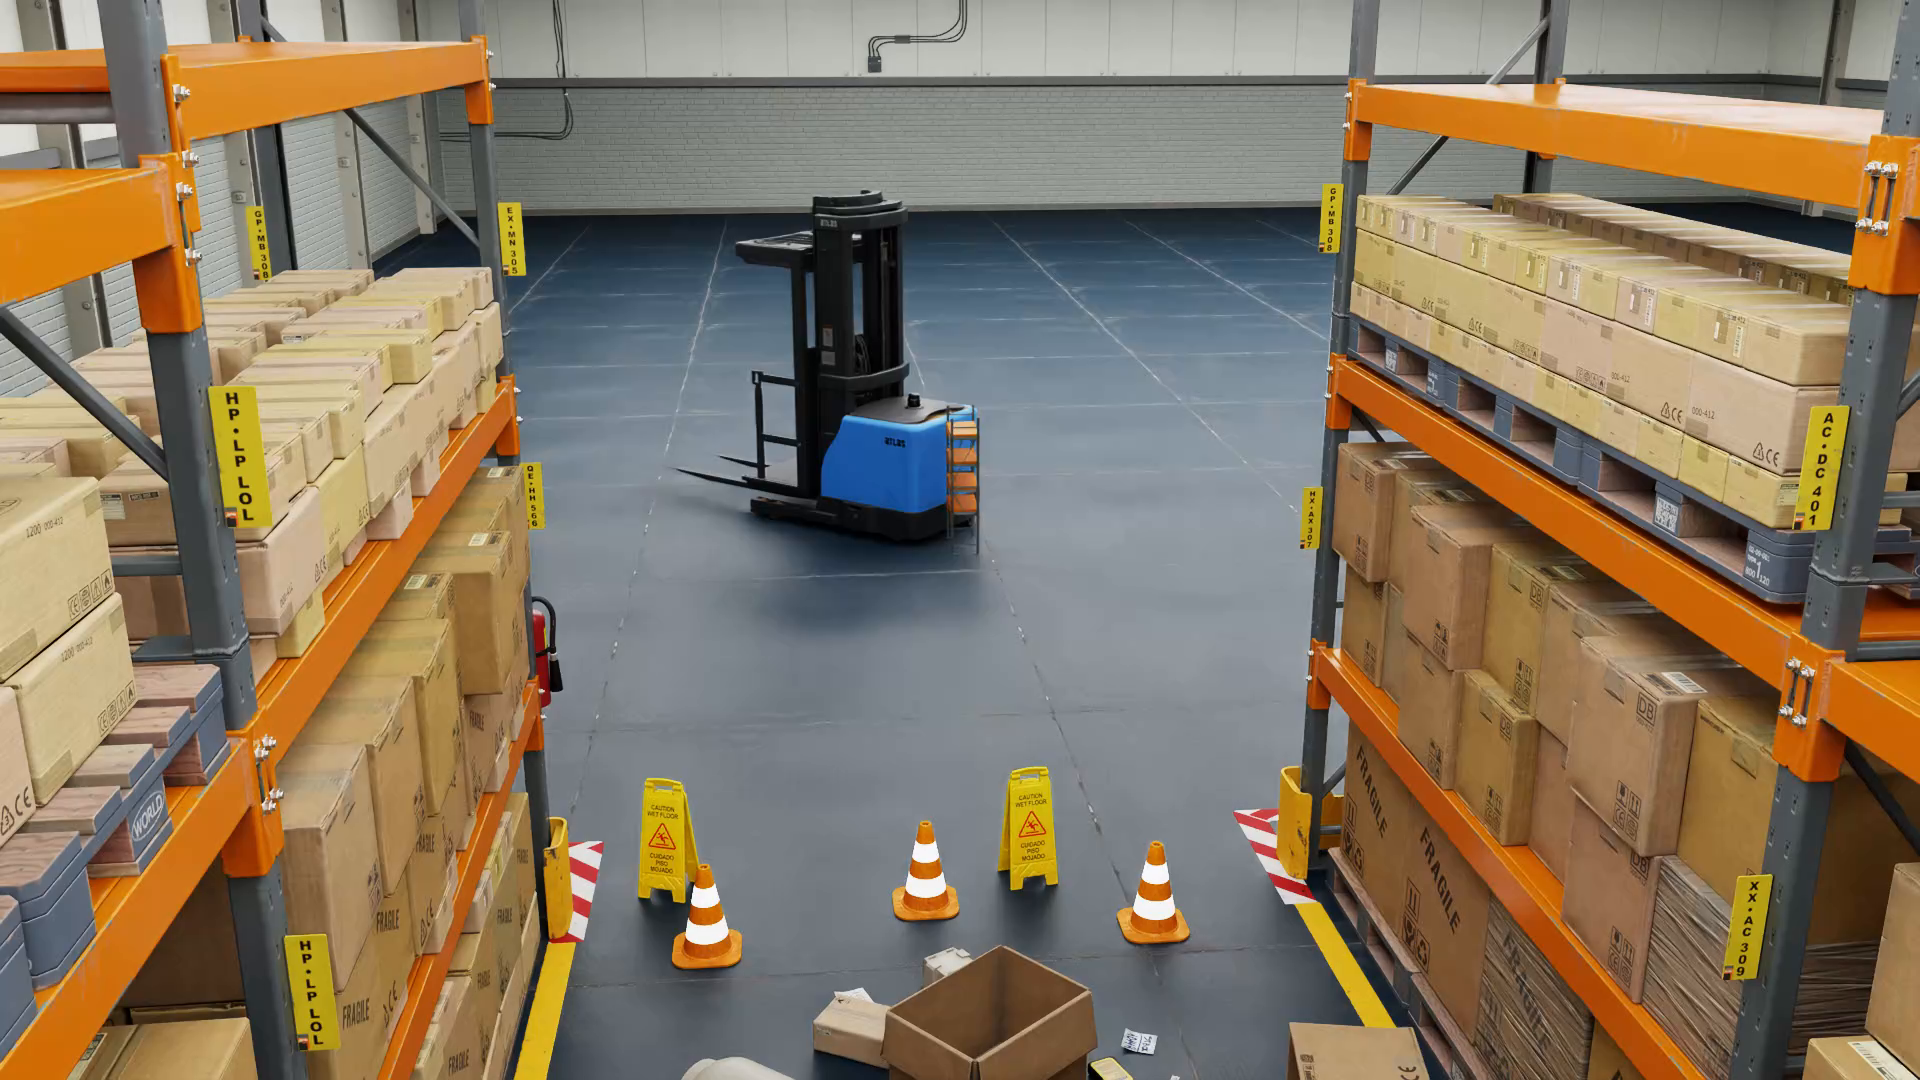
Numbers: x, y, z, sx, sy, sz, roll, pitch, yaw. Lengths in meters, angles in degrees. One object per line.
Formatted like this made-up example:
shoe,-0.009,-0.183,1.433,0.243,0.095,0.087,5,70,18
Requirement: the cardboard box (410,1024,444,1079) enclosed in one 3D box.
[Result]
cardboard box,-1.964,1.767,5.595,0.380,0.149,0.250,-1,17,-4

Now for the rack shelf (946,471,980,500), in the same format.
rack shelf,0.024,-0.458,14.357,0.258,0.148,0.480,-1,17,-4

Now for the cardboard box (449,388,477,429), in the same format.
cardboard box,-2.210,-0.553,6.842,0.380,0.149,0.250,-1,17,-4

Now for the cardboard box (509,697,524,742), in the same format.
cardboard box,-2.189,0.804,7.527,0.380,0.149,0.250,-2,18,-6

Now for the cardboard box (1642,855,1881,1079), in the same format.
cardboard box,2.699,1.335,5.166,0.875,0.550,0.550,-2,18,-6

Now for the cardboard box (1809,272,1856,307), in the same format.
cardboard box,2.970,-0.770,5.333,0.380,0.149,0.250,-2,18,-7

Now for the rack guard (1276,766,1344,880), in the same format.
rack guard,2.334,1.510,9.033,1.175,0.500,0.348,-2,18,-6

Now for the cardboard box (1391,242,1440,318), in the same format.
cardboard box,2.185,-1.122,7.122,0.500,0.250,0.500,-2,18,-6

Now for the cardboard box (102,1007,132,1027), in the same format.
cardboard box,-2.457,1.385,4.595,0.500,0.500,0.500,-2,18,-7

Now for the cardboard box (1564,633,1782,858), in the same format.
cardboard box,2.573,0.658,5.520,0.875,0.550,0.550,-2,18,-6

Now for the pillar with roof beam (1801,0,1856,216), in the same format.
pillar with roof beam,15.618,-11.743,37.059,9.100,9.000,0.400,-2,18,-6

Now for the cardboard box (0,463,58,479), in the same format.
cardboard box,-2.414,-0.080,4.005,0.380,0.149,0.250,-1,17,-4

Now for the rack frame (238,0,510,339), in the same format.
rack frame,-2.576,-2.355,7.154,1.000,3.000,0.127,-2,18,-6

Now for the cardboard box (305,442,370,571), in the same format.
cardboard box,-1.999,-0.095,4.718,0.500,0.250,0.500,-2,18,-6

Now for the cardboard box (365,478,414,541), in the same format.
cardboard box,-1.998,-0.099,5.397,0.380,0.149,0.250,-2,18,-7

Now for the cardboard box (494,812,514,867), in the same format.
cardboard box,-2.130,1.290,7.116,0.380,0.149,0.250,-1,17,-4

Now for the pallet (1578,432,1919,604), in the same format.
pallet,2.675,-0.117,5.181,1.003,0.211,1.213,-2,18,-6

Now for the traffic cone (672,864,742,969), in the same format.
traffic cone,-1.249,1.806,8.152,0.336,0.463,0.334,-2,18,-6

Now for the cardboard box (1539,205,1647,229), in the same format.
cardboard box,2.760,-1.375,7.260,0.380,0.149,0.250,-1,17,-5

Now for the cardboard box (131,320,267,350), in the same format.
cardboard box,-2.718,-0.693,5.956,0.380,0.149,0.250,-1,17,-4

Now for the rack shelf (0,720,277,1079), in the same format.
rack shelf,-1.958,1.207,2.017,1.077,0.370,4.000,-2,18,-6

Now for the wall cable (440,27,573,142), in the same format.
wall cable,-10.421,-10.340,37.774,3.097,2.526,0.112,-2,18,-6

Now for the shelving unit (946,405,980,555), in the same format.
shelving unit,0.024,-0.522,14.337,0.258,1.200,0.503,-1,17,-4

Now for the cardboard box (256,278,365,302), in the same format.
cardboard box,-2.701,-0.997,6.927,0.380,0.149,0.250,-2,18,-6

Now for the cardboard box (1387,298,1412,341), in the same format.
cardboard box,2.106,-0.972,7.310,0.380,0.149,0.250,-2,18,-5

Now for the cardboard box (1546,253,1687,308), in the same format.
cardboard box,2.265,-0.899,5.744,0.380,0.149,0.250,-2,18,-6

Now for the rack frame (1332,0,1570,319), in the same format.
rack frame,2.337,-2.538,7.737,1.000,3.000,0.127,-2,18,-6

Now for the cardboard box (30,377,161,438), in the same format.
cardboard box,-2.537,-0.390,4.992,0.380,0.149,0.250,-2,18,-7

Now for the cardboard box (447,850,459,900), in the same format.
cardboard box,-2.054,1.260,6.076,0.380,0.149,0.250,-2,18,-6

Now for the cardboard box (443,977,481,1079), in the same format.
cardboard box,-2.075,1.955,6.079,0.500,0.500,0.500,-1,17,-3

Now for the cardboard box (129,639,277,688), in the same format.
cardboard box,-1.950,0.286,4.168,0.380,0.149,0.250,-2,18,-6

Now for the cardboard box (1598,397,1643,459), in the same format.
cardboard box,2.313,-0.370,5.391,0.380,0.149,0.250,-2,18,-5

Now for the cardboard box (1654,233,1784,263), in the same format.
cardboard box,2.866,-1.071,6.293,0.380,0.149,0.250,-2,18,-5

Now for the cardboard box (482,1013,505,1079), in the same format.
cardboard box,-2.120,2.162,6.673,0.500,0.250,0.500,-2,18,-8

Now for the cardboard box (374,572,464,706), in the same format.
cardboard box,-2.194,0.439,5.938,0.700,0.500,0.500,-2,18,-6

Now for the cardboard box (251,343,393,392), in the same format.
cardboard box,-2.114,-0.557,5.524,0.380,0.149,0.250,-1,17,-5

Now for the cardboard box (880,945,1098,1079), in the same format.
cardboard box,0.123,2.144,7.009,0.637,0.503,0.797,16,24,42

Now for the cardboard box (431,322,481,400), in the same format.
cardboard box,-2.218,-0.700,6.643,0.500,0.250,0.500,-2,18,-6

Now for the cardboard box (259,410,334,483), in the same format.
cardboard box,-1.946,-0.252,4.552,0.380,0.149,0.250,-2,18,-7

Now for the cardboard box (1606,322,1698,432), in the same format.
cardboard box,2.391,-0.523,5.212,0.500,0.250,0.500,-2,18,-6

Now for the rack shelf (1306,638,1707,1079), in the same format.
rack shelf,2.543,1.264,6.846,1.077,0.370,4.000,-2,18,-6

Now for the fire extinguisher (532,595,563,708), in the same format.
fire extinguisher,-2.130,0.496,8.218,0.296,0.674,0.183,-2,18,-6

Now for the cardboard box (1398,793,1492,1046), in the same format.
cardboard box,2.565,1.600,7.419,0.875,0.875,0.875,-2,18,-7

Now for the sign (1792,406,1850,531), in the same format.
sign,2.198,-0.182,4.245,0.100,0.325,0.005,-2,18,-6

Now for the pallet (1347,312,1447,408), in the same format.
pallet,2.424,-0.844,7.497,1.003,0.211,1.213,-2,18,-6

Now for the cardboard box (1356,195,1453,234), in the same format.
cardboard box,2.055,-1.506,7.679,0.380,0.149,0.250,-2,17,-5

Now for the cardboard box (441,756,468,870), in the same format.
cardboard box,-2.118,0.921,6.072,0.500,0.500,0.500,-2,17,-5

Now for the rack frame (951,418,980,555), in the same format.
rack frame,0.044,-0.449,14.105,0.240,1.200,0.015,-1,17,-4

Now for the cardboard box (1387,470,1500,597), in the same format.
cardboard box,2.485,0.010,7.583,0.875,0.550,0.550,-2,18,-6

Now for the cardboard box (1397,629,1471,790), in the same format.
cardboard box,2.431,0.696,7.202,0.875,0.550,0.550,-2,18,-6

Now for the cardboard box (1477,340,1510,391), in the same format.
cardboard box,2.210,-0.671,6.350,0.380,0.149,0.250,-2,18,-5

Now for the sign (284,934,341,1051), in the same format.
sign,-1.612,1.129,4.141,0.100,0.325,0.005,-2,18,-6

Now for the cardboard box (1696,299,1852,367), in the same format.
cardboard box,2.369,-0.598,4.787,0.380,0.149,0.250,-2,18,-6

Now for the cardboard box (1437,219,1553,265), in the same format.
cardboard box,2.159,-1.203,6.714,0.380,0.149,0.250,-2,18,-7

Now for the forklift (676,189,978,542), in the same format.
forklift,-1.327,-1.704,15.210,3.031,2.935,1.130,12,21,33

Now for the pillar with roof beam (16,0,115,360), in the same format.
pillar with roof beam,-5.294,-5.673,17.724,9.100,9.000,0.400,-2,18,-6

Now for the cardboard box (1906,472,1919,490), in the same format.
cardboard box,3.021,-0.239,4.975,0.380,0.149,0.250,-2,18,-5

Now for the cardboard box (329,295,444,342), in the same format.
cardboard box,-2.240,-0.862,6.495,0.380,0.149,0.250,-2,18,-5
